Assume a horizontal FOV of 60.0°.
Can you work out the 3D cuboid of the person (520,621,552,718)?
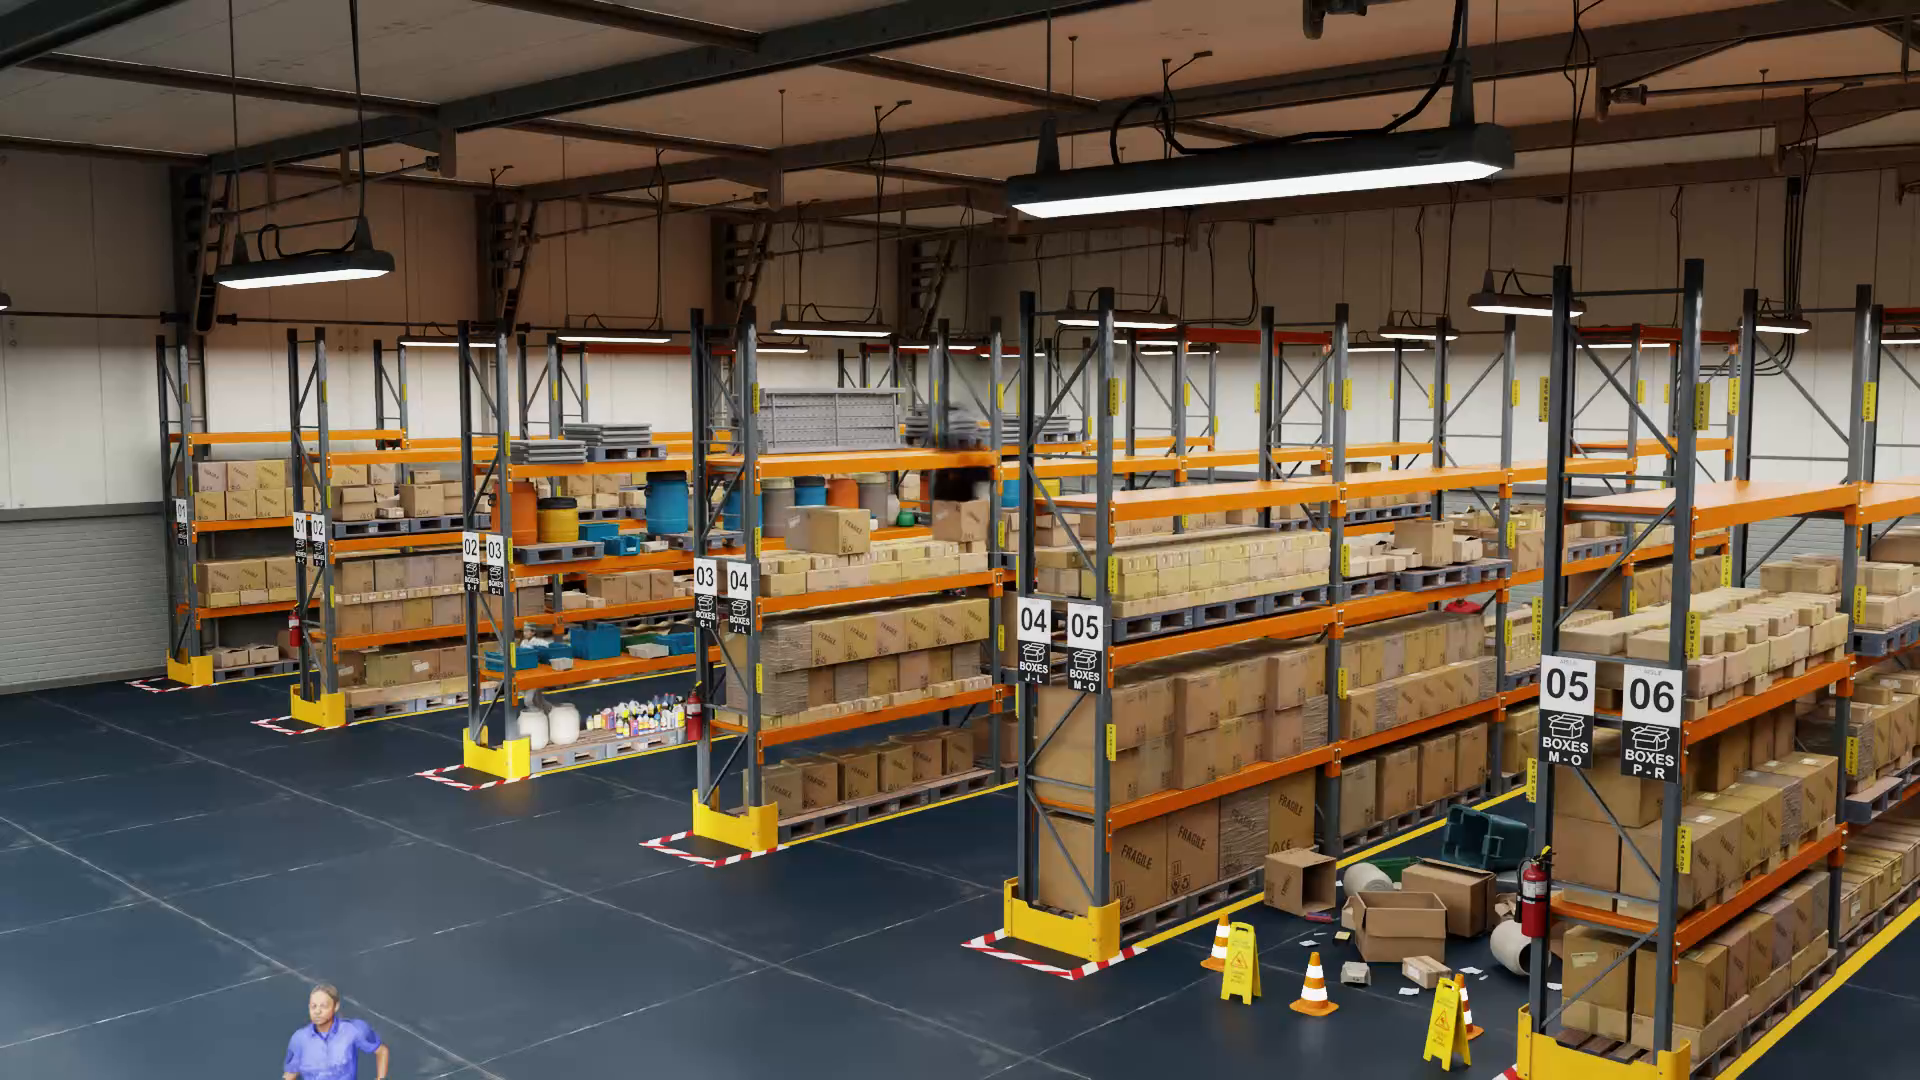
[{"bbox_3d":[-6.238,2.043,24.435,0.556,1.740,0.805,5,7,43],"label":"person"}]

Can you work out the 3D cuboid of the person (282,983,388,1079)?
[{"bbox_3d":[-3.742,3.439,9.960,0.589,1.617,0.621,-1,5,-9],"label":"person"}]

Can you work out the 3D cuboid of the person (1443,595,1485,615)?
[{"bbox_3d":[8.415,1.701,27.964,0.693,1.808,0.745,4,7,35],"label":"person"}]

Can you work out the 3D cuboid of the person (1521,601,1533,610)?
[{"bbox_3d":[9.030,1.832,26.656,0.534,1.719,0.719,5,8,45],"label":"person"}]
